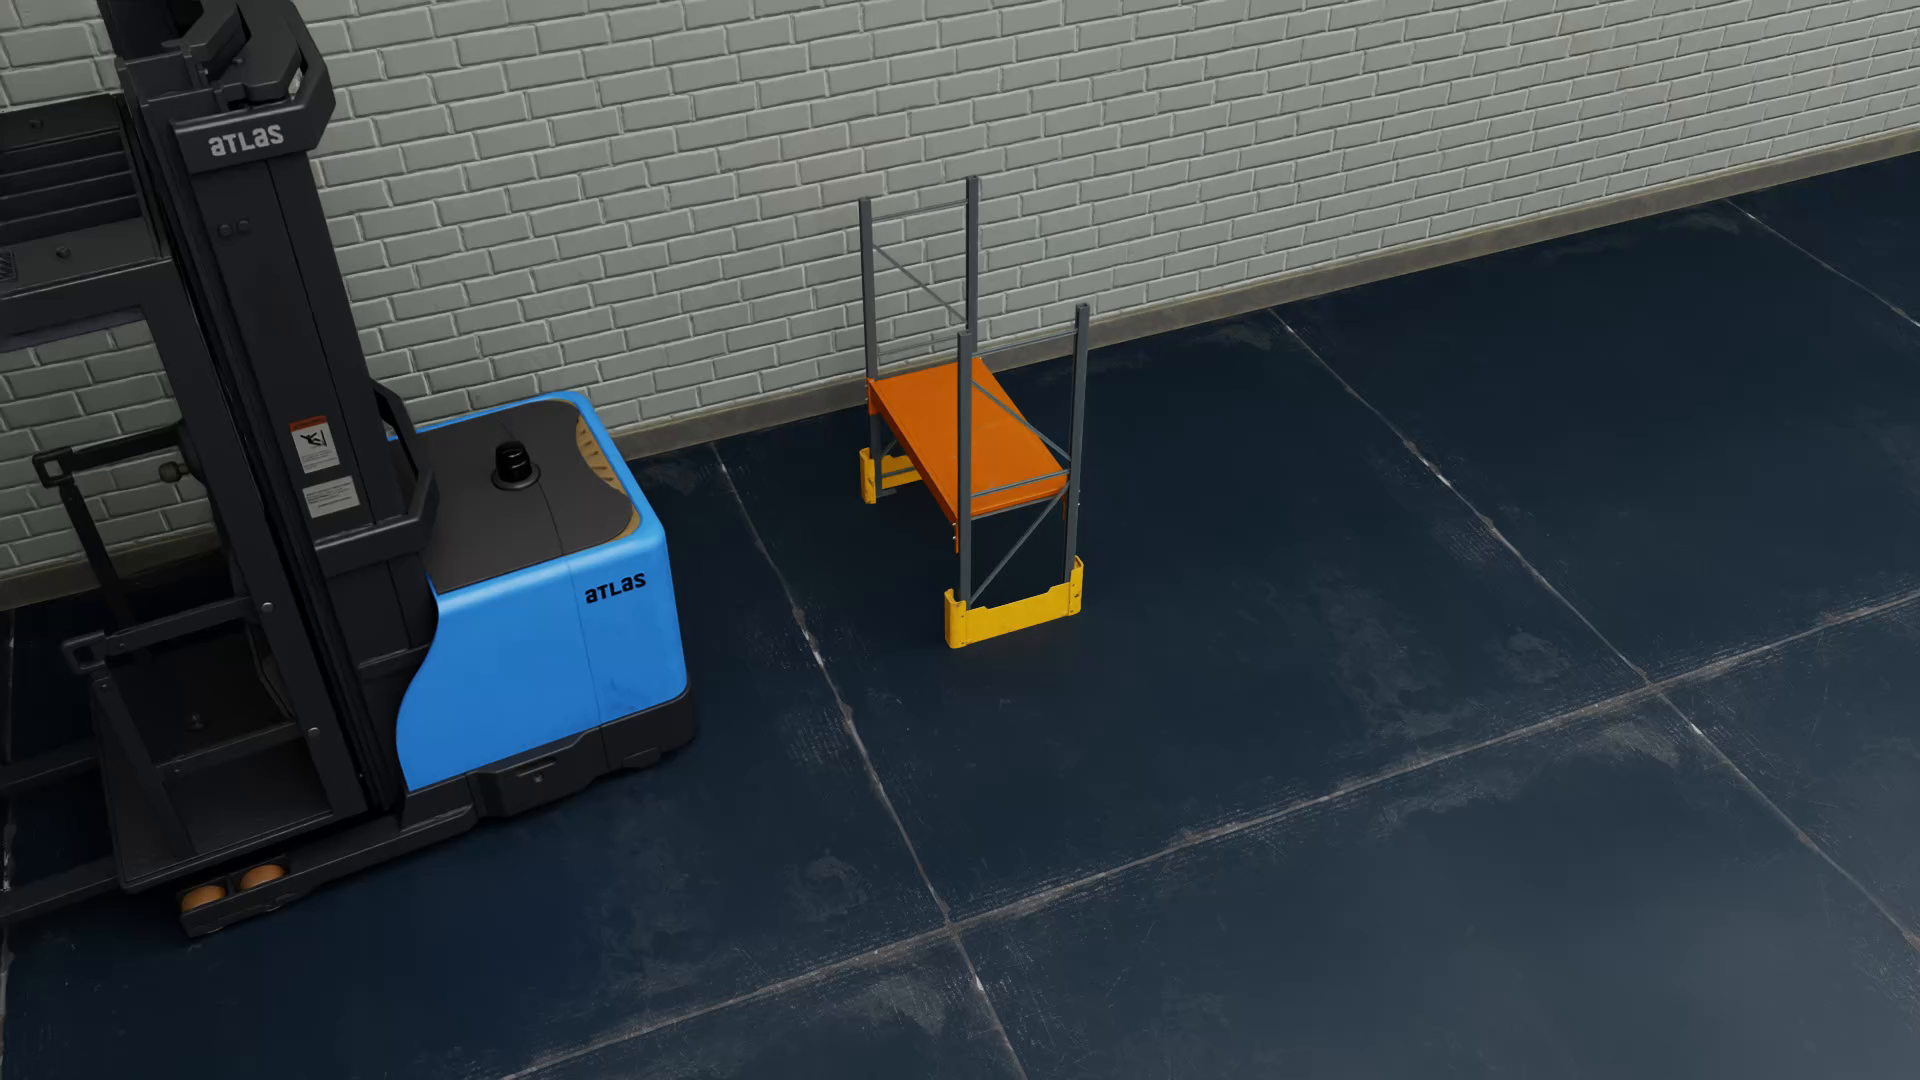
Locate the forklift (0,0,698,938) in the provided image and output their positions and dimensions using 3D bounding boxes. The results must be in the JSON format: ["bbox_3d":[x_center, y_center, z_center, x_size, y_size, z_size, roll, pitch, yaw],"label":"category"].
[{"bbox_3d":[-2.544,-0.163,5.192,3.031,2.935,1.130,-19,44,-20],"label":"forklift"}]

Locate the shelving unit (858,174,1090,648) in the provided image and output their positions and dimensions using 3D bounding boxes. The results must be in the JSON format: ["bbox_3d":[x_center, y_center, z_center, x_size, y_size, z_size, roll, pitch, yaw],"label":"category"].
[{"bbox_3d":[0.029,-0.523,6.708,0.587,1.500,1.083,-15,43,-17],"label":"shelving unit"}]

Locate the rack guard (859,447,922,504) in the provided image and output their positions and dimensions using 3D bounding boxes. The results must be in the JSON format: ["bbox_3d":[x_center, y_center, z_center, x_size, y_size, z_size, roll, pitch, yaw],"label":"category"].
[{"bbox_3d":[-0.161,-0.349,7.464,0.587,0.250,0.087,-15,43,-17],"label":"rack guard"}]

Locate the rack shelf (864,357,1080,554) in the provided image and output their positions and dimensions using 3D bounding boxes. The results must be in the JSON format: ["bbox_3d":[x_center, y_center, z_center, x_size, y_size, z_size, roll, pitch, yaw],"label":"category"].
[{"bbox_3d":[0.033,-0.381,6.818,0.538,0.185,1.000,-15,43,-17],"label":"rack shelf"}]

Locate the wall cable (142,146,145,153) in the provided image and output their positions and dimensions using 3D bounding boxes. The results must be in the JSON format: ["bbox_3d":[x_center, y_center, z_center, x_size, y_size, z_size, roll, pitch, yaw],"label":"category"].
[{"bbox_3d":[-3.900,-1.949,4.997,3.097,2.526,0.112,-15,43,-17],"label":"wall cable"}]

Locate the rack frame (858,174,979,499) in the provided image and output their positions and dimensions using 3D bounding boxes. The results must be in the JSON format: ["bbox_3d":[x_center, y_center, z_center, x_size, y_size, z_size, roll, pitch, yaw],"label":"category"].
[{"bbox_3d":[-0.162,-0.823,7.057,0.500,1.500,0.032,-15,43,-17],"label":"rack frame"}]

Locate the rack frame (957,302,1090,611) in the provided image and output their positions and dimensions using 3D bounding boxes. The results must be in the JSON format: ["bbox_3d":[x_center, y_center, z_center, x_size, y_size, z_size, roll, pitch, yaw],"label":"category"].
[{"bbox_3d":[0.227,-0.211,6.345,0.500,1.500,0.032,-15,43,-17],"label":"rack frame"}]

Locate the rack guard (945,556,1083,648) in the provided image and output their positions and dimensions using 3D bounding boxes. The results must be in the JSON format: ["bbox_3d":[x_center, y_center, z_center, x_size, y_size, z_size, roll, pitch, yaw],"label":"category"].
[{"bbox_3d":[0.220,0.251,6.766,0.587,0.250,0.087,-15,43,-17],"label":"rack guard"}]
